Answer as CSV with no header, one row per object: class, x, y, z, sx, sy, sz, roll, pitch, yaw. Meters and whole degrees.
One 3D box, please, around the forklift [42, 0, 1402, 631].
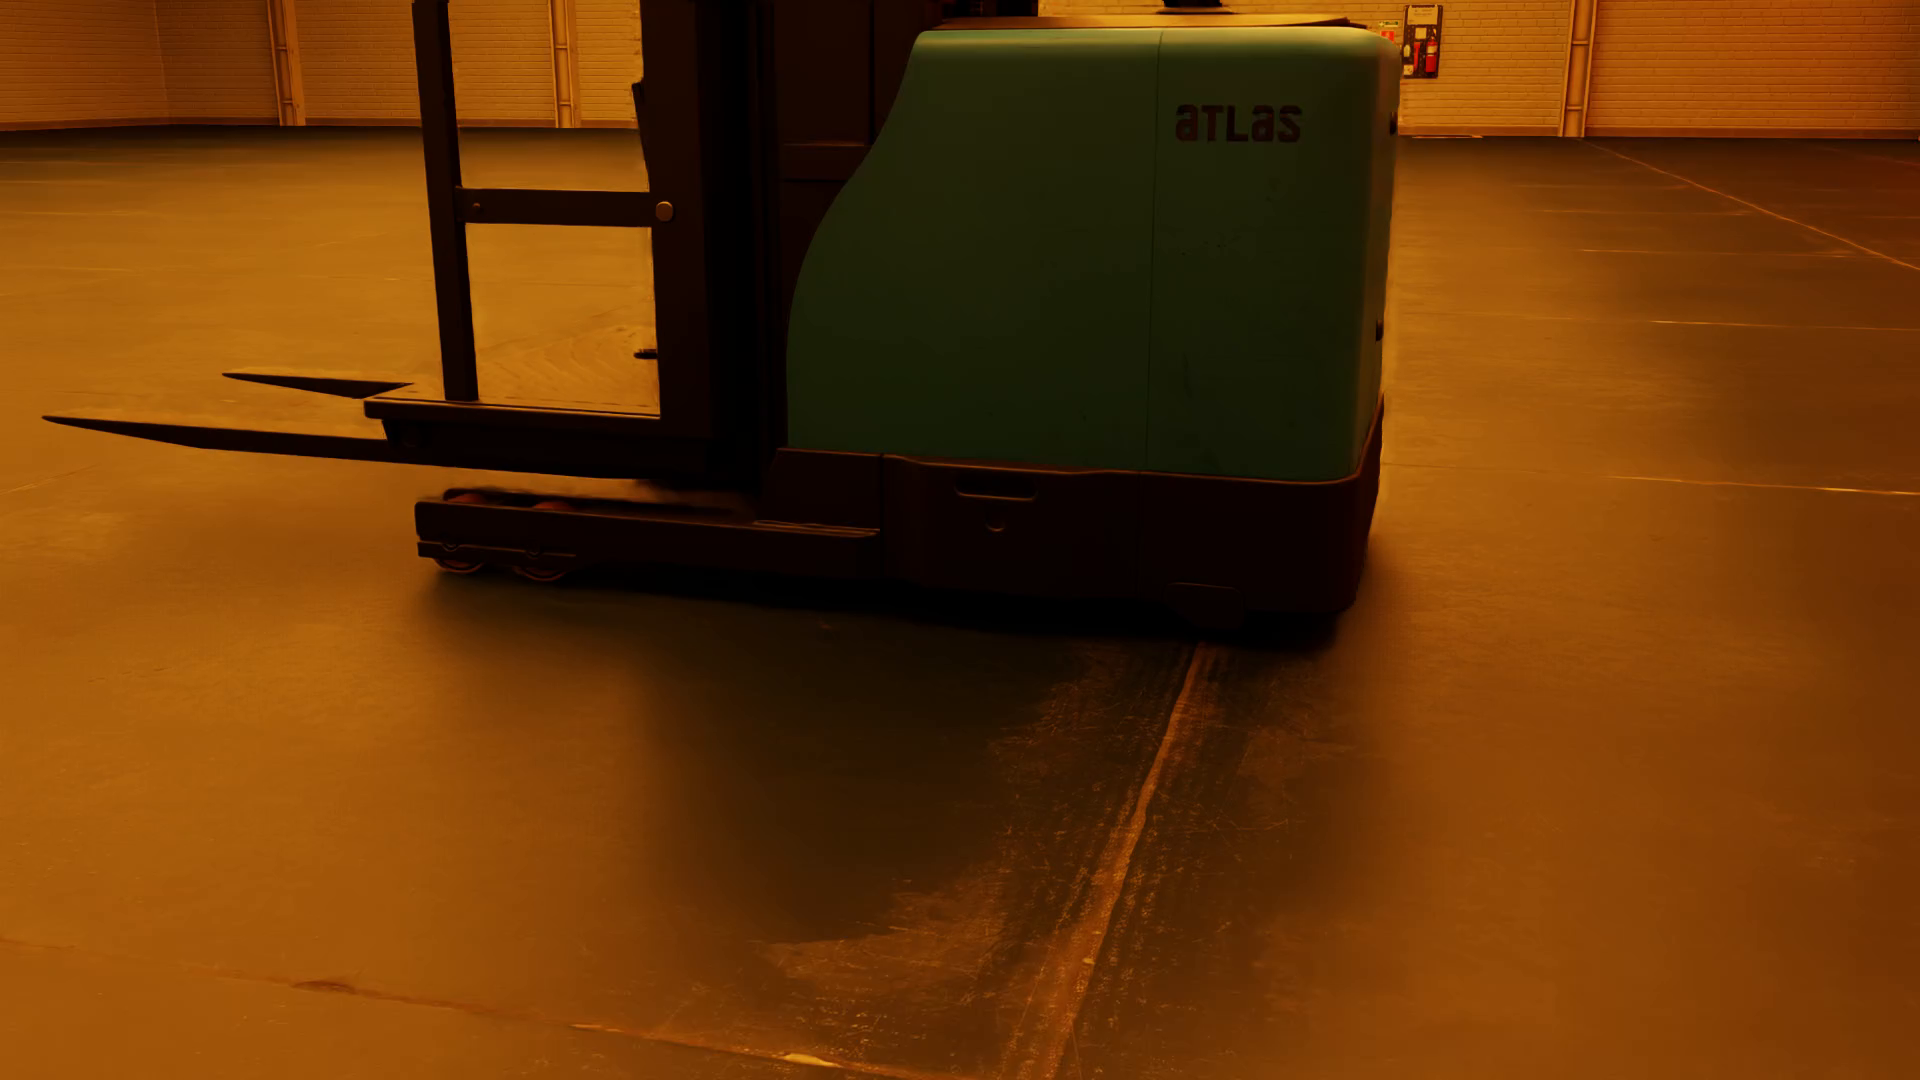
forklift,-0.616,-1.456,3.462,3.031,2.935,1.130,5,16,16
